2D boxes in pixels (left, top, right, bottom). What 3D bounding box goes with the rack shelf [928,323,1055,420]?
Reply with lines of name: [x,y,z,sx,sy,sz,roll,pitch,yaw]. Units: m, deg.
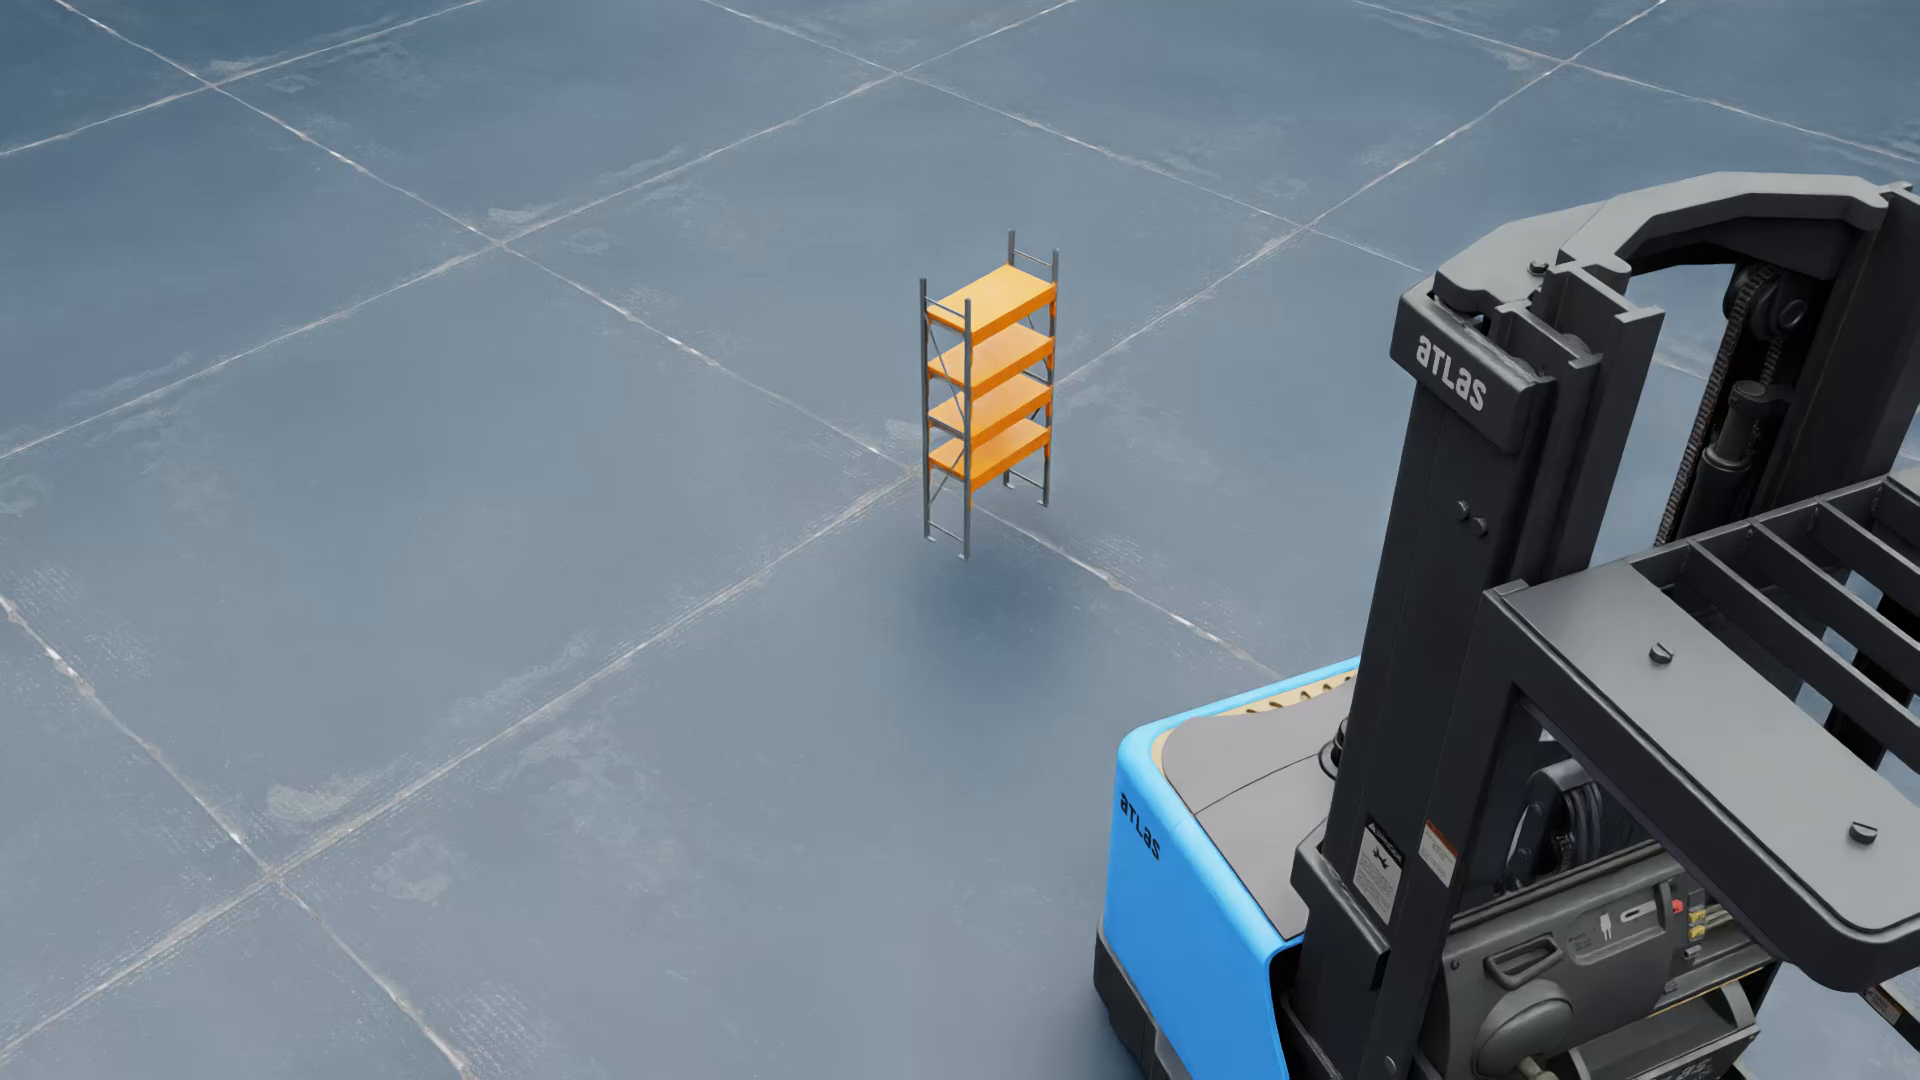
rack shelf: [0.112,-0.668,6.375,0.258,0.148,0.480,30,47,32]

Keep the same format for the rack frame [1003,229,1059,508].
rack frame: [0.276,-0.658,6.613,0.240,1.200,0.015,30,47,32]

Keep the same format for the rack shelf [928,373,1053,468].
rack shelf: [0.112,-0.493,6.514,0.258,0.148,0.480,30,47,32]

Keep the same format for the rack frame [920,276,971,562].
rack frame: [-0.053,-0.434,6.331,0.240,1.200,0.015,30,47,32]

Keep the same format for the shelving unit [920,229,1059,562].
shelving unit: [0.112,-0.546,6.472,0.258,1.200,0.503,30,47,32]

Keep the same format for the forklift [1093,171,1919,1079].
forklift: [1.451,0.924,3.233,1.130,2.935,3.031,-15,41,-18]

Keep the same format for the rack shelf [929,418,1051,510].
rack shelf: [0.112,-0.338,6.638,0.258,0.148,0.480,30,47,32]

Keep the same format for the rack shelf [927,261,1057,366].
rack shelf: [0.112,-0.853,6.228,0.258,0.148,0.480,30,47,32]
